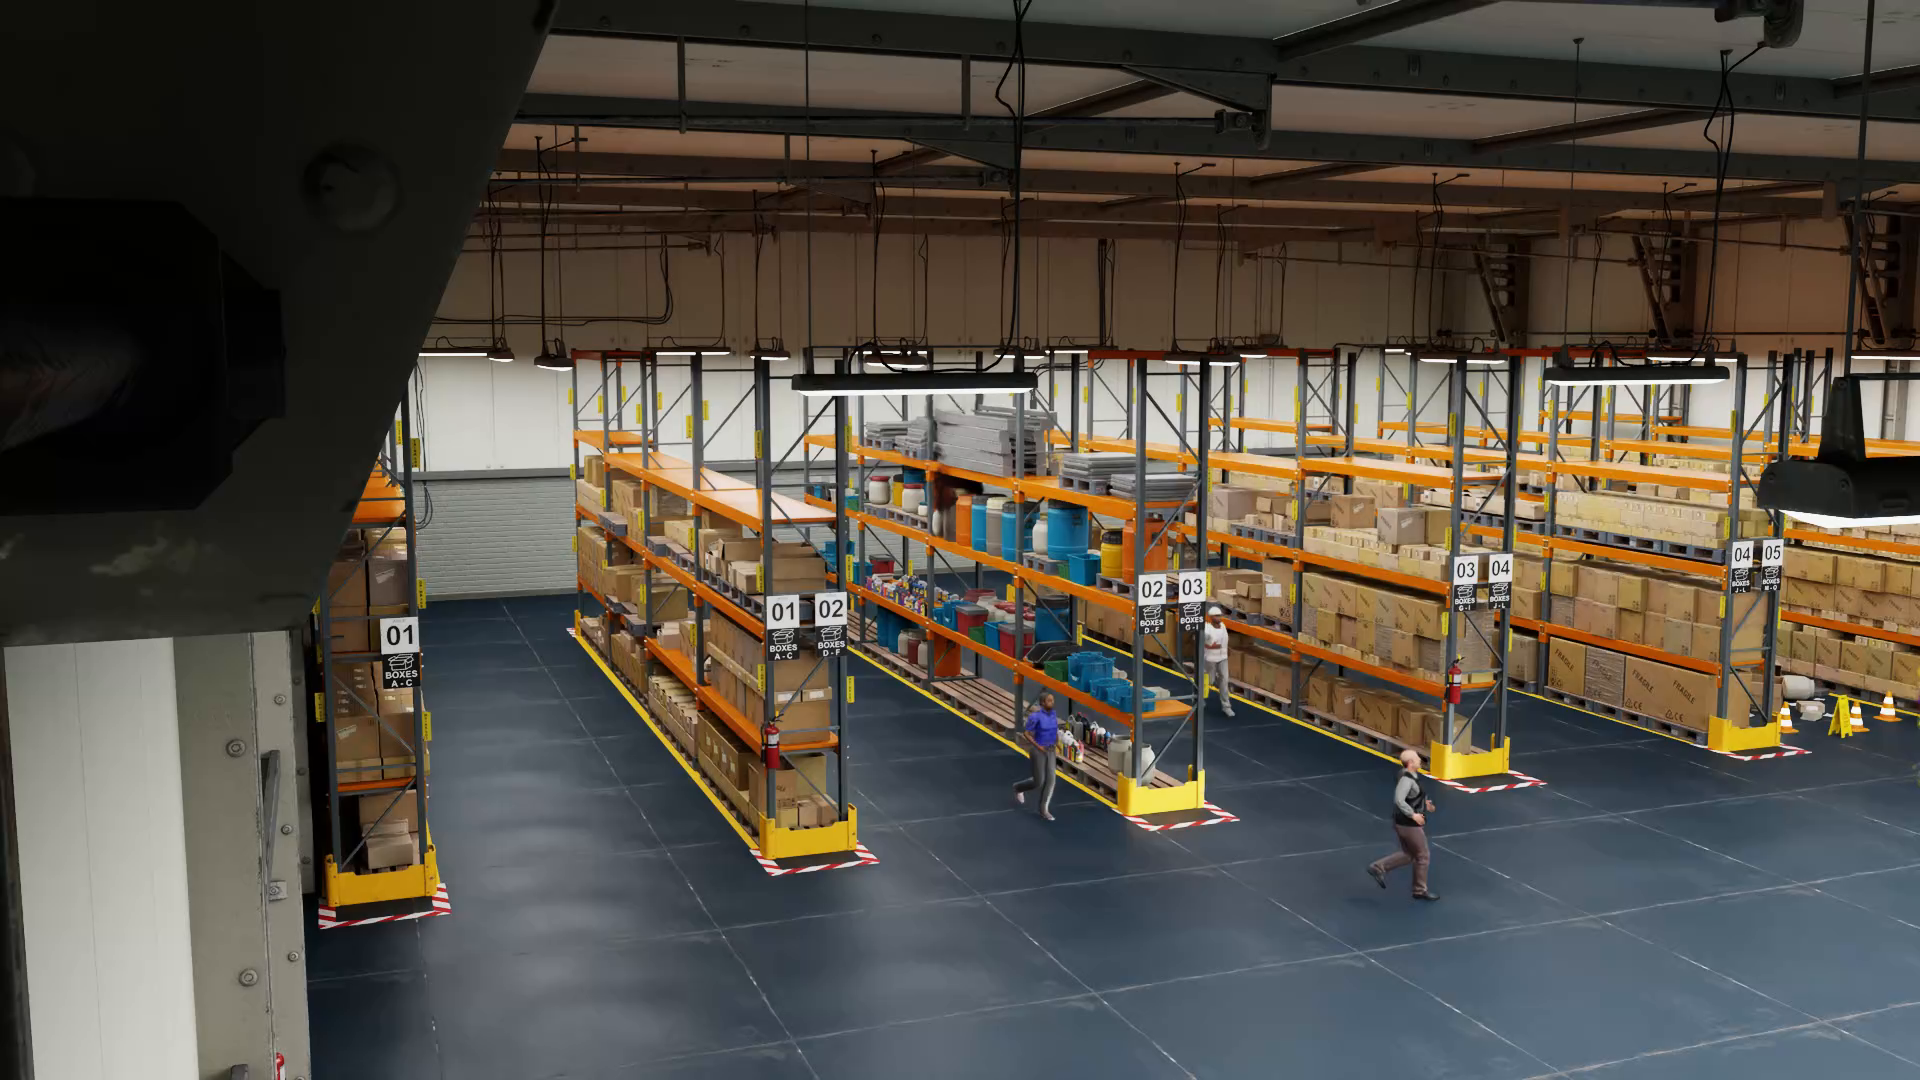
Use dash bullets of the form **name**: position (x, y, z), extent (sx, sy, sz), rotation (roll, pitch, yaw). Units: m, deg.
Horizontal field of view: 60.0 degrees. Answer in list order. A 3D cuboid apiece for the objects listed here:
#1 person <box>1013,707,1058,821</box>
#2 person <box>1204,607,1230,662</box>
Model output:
- **person**: position (1.095, 2.915, 21.995), extent (0.568, 1.439, 0.739), rotation (-6, 9, -39)
- **person**: position (4.257, 1.558, 27.596), extent (0.695, 0.888, 0.649), rotation (-4, 8, -26)
